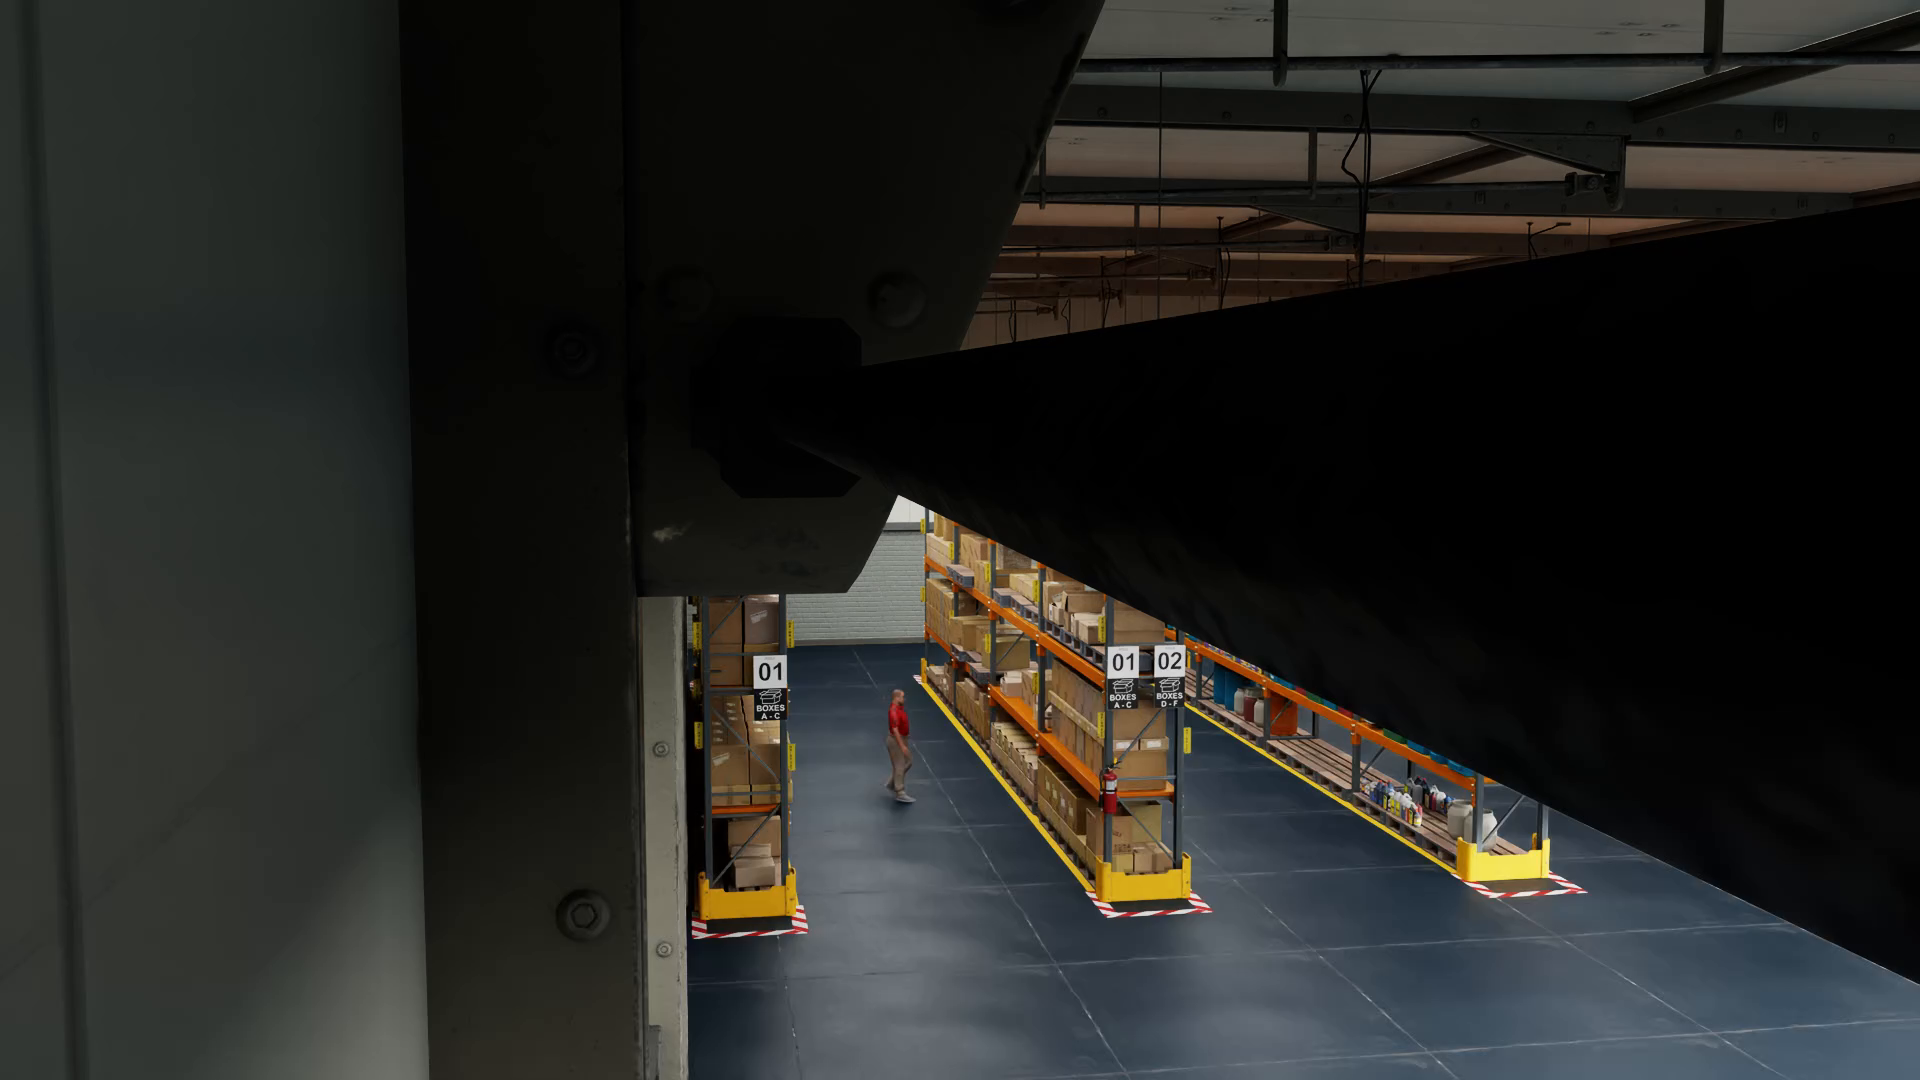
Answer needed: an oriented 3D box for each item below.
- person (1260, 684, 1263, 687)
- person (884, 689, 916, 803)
[{"bbox_3d":[6.453,2.399,34.612,0.424,1.768,0.625,-5,7,-42],"label":"person"},{"bbox_3d":[-0.922,3.191,25.949,0.528,1.746,0.687,1,5,6],"label":"person"}]
